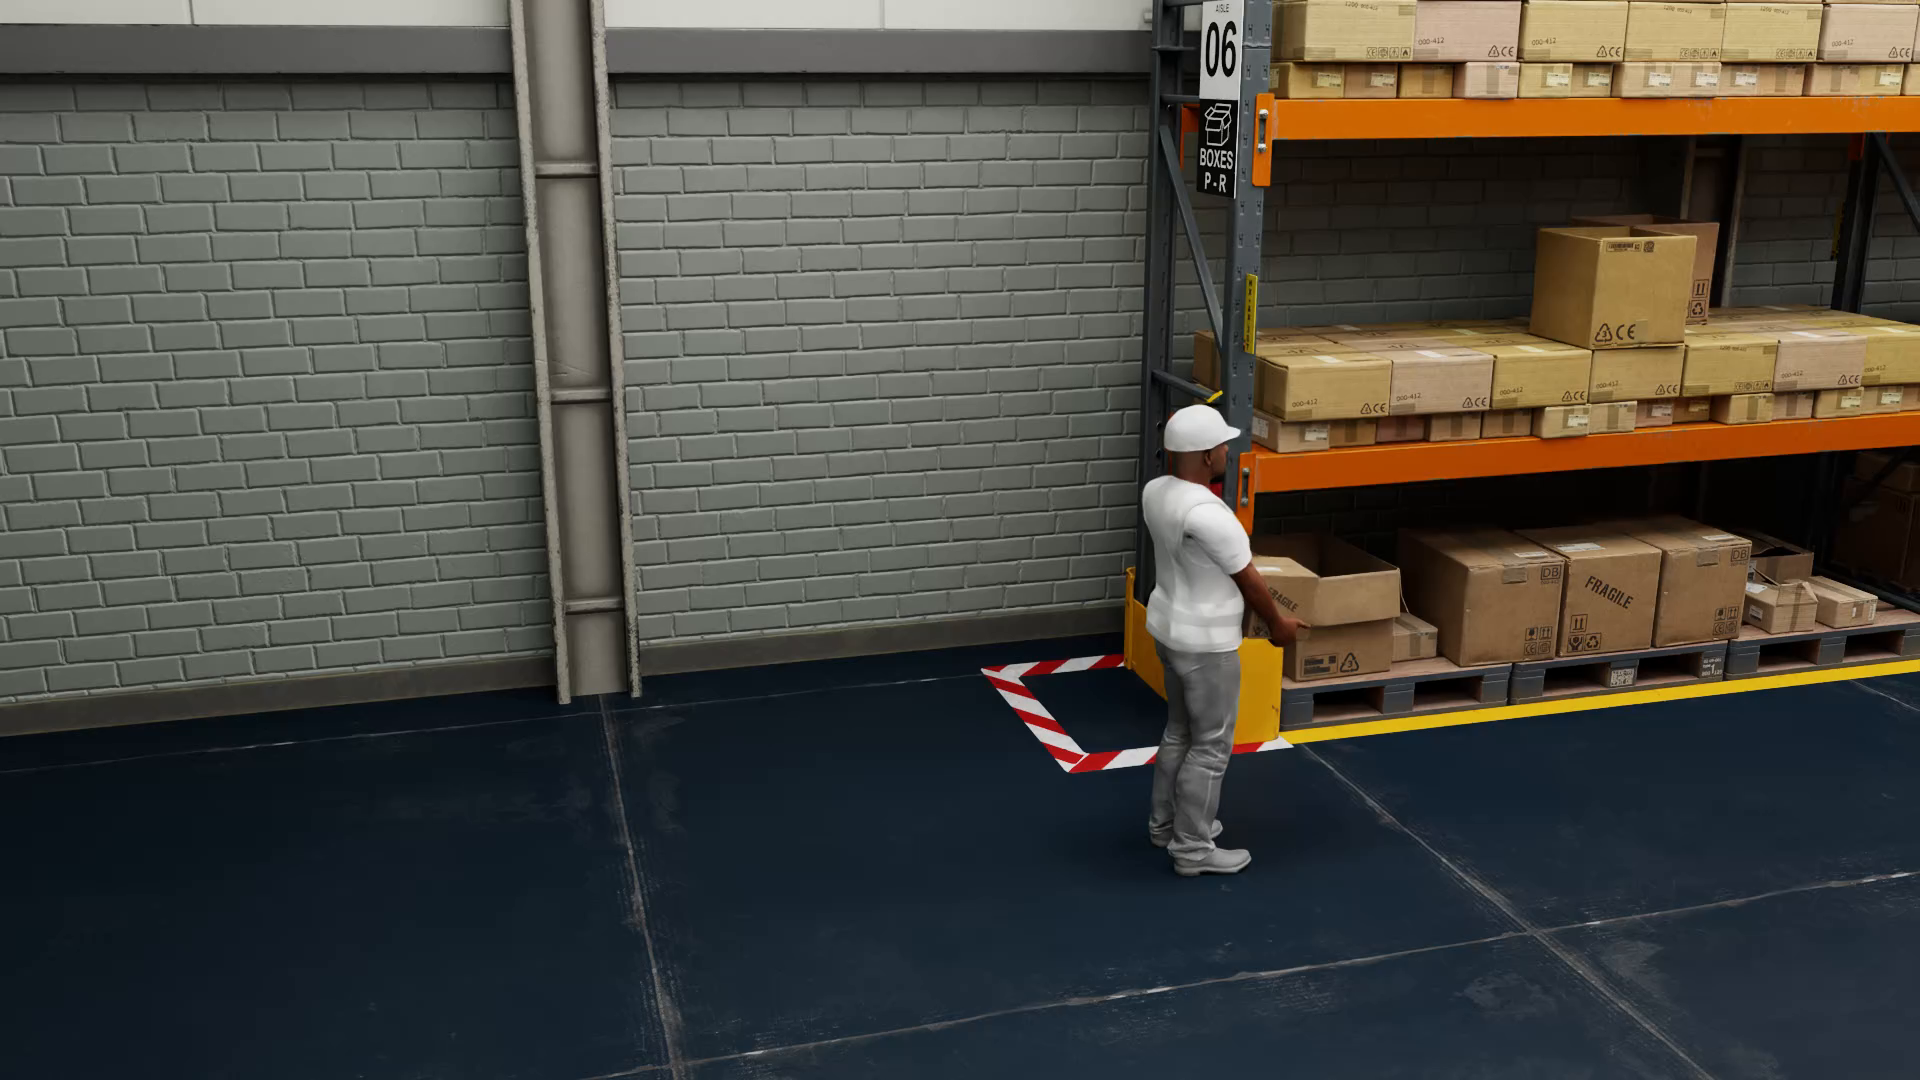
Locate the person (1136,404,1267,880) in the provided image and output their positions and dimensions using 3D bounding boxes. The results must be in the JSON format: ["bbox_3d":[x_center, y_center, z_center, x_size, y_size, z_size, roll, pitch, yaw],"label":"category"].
[{"bbox_3d":[0.908,0.363,6.220,0.457,1.761,0.638,-5,17,-17],"label":"person"}]
